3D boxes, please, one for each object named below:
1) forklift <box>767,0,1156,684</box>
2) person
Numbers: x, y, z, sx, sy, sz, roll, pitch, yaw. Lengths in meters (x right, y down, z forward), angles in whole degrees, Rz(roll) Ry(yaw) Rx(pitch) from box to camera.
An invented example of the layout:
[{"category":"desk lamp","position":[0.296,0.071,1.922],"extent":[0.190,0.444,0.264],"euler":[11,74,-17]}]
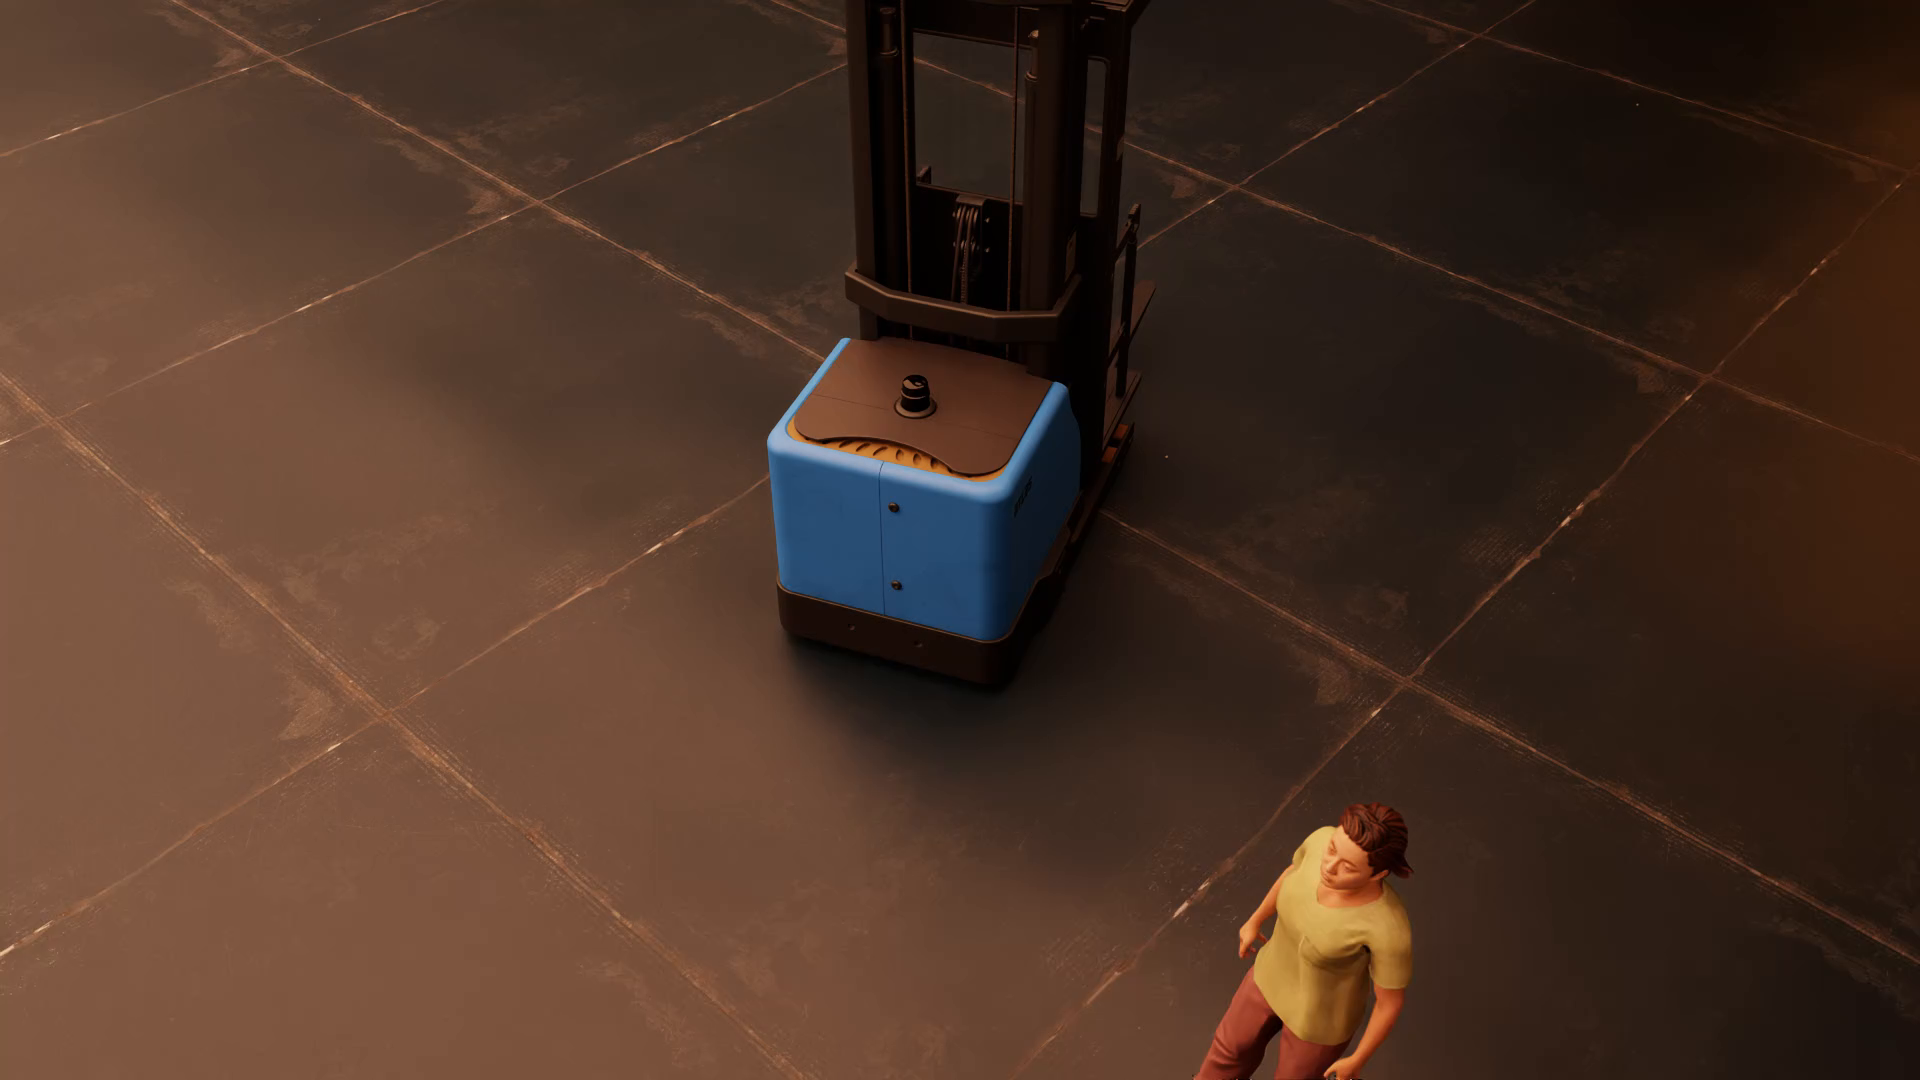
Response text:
[{"category":"forklift","position":[0.211,-1.484,7.158],"extent":[1.130,2.935,3.031],"euler":[14,42,15]},{"category":"person","position":[0.941,1.354,4.807],"extent":[0.547,1.677,0.553],"euler":[-19,44,-21]}]
